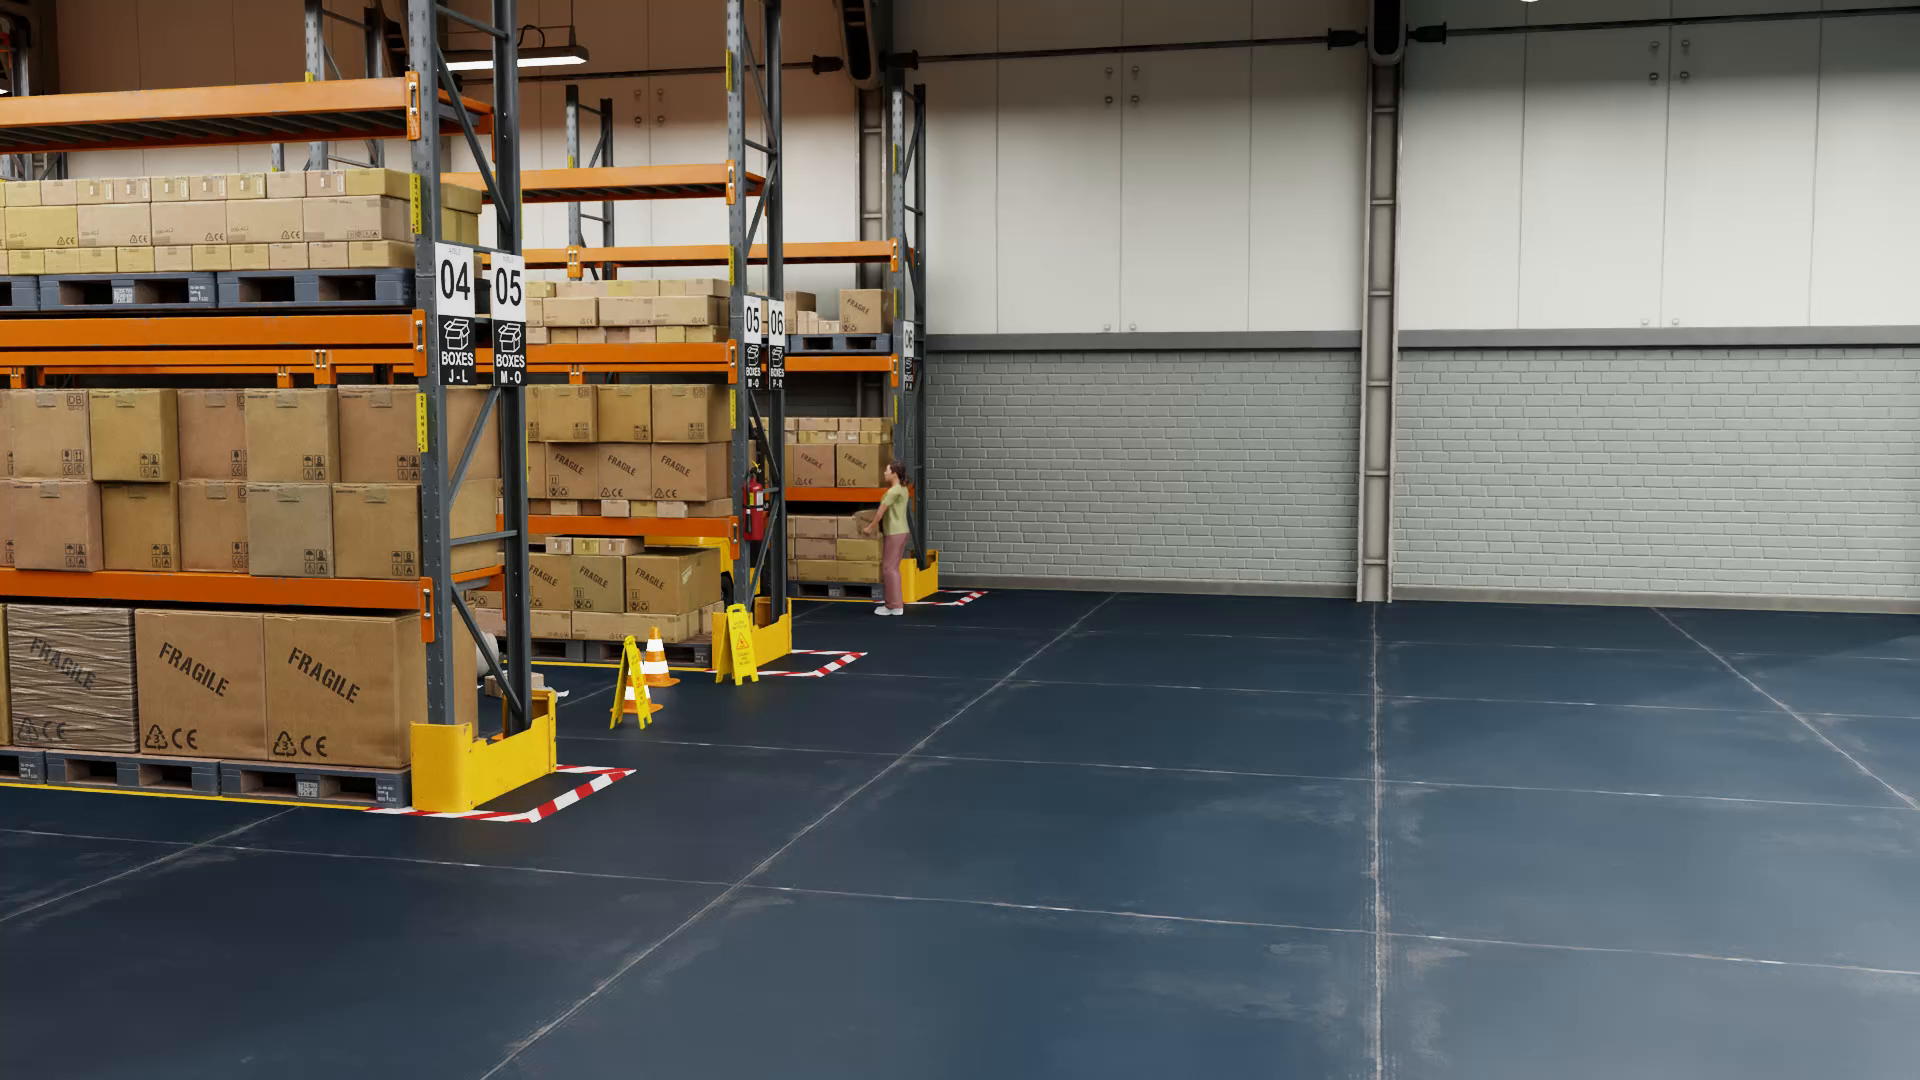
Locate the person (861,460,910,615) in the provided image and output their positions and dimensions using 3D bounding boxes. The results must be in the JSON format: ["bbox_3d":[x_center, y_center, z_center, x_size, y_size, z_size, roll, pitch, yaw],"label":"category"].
[{"bbox_3d":[-0.785,-0.028,17.955,0.527,1.669,0.405,1,5,13],"label":"person"}]
